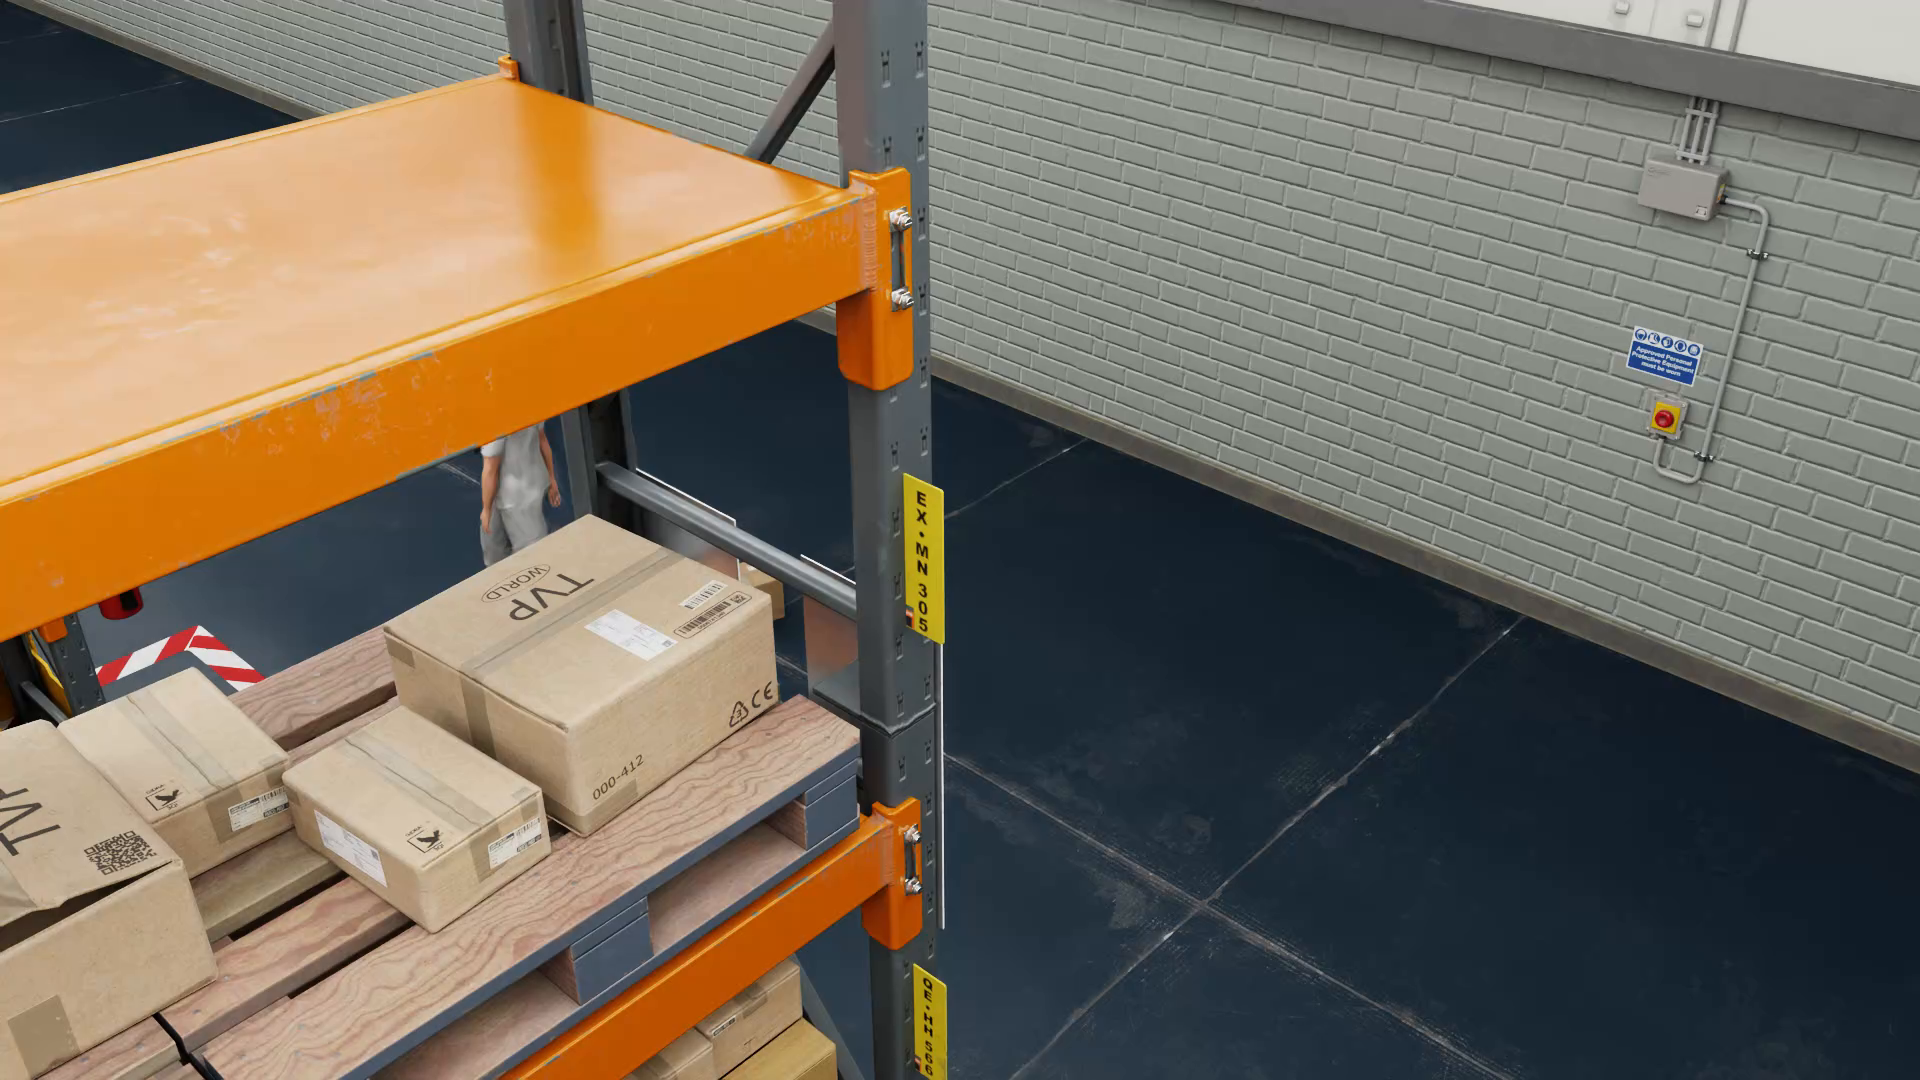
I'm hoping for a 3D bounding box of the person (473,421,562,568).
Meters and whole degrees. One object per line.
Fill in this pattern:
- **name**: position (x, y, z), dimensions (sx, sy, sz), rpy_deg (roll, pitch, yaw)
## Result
- **person**: position (-2.167, -0.237, 8.361), dimensions (0.995, 1.615, 0.447), rpy_deg (5, 32, 8)
